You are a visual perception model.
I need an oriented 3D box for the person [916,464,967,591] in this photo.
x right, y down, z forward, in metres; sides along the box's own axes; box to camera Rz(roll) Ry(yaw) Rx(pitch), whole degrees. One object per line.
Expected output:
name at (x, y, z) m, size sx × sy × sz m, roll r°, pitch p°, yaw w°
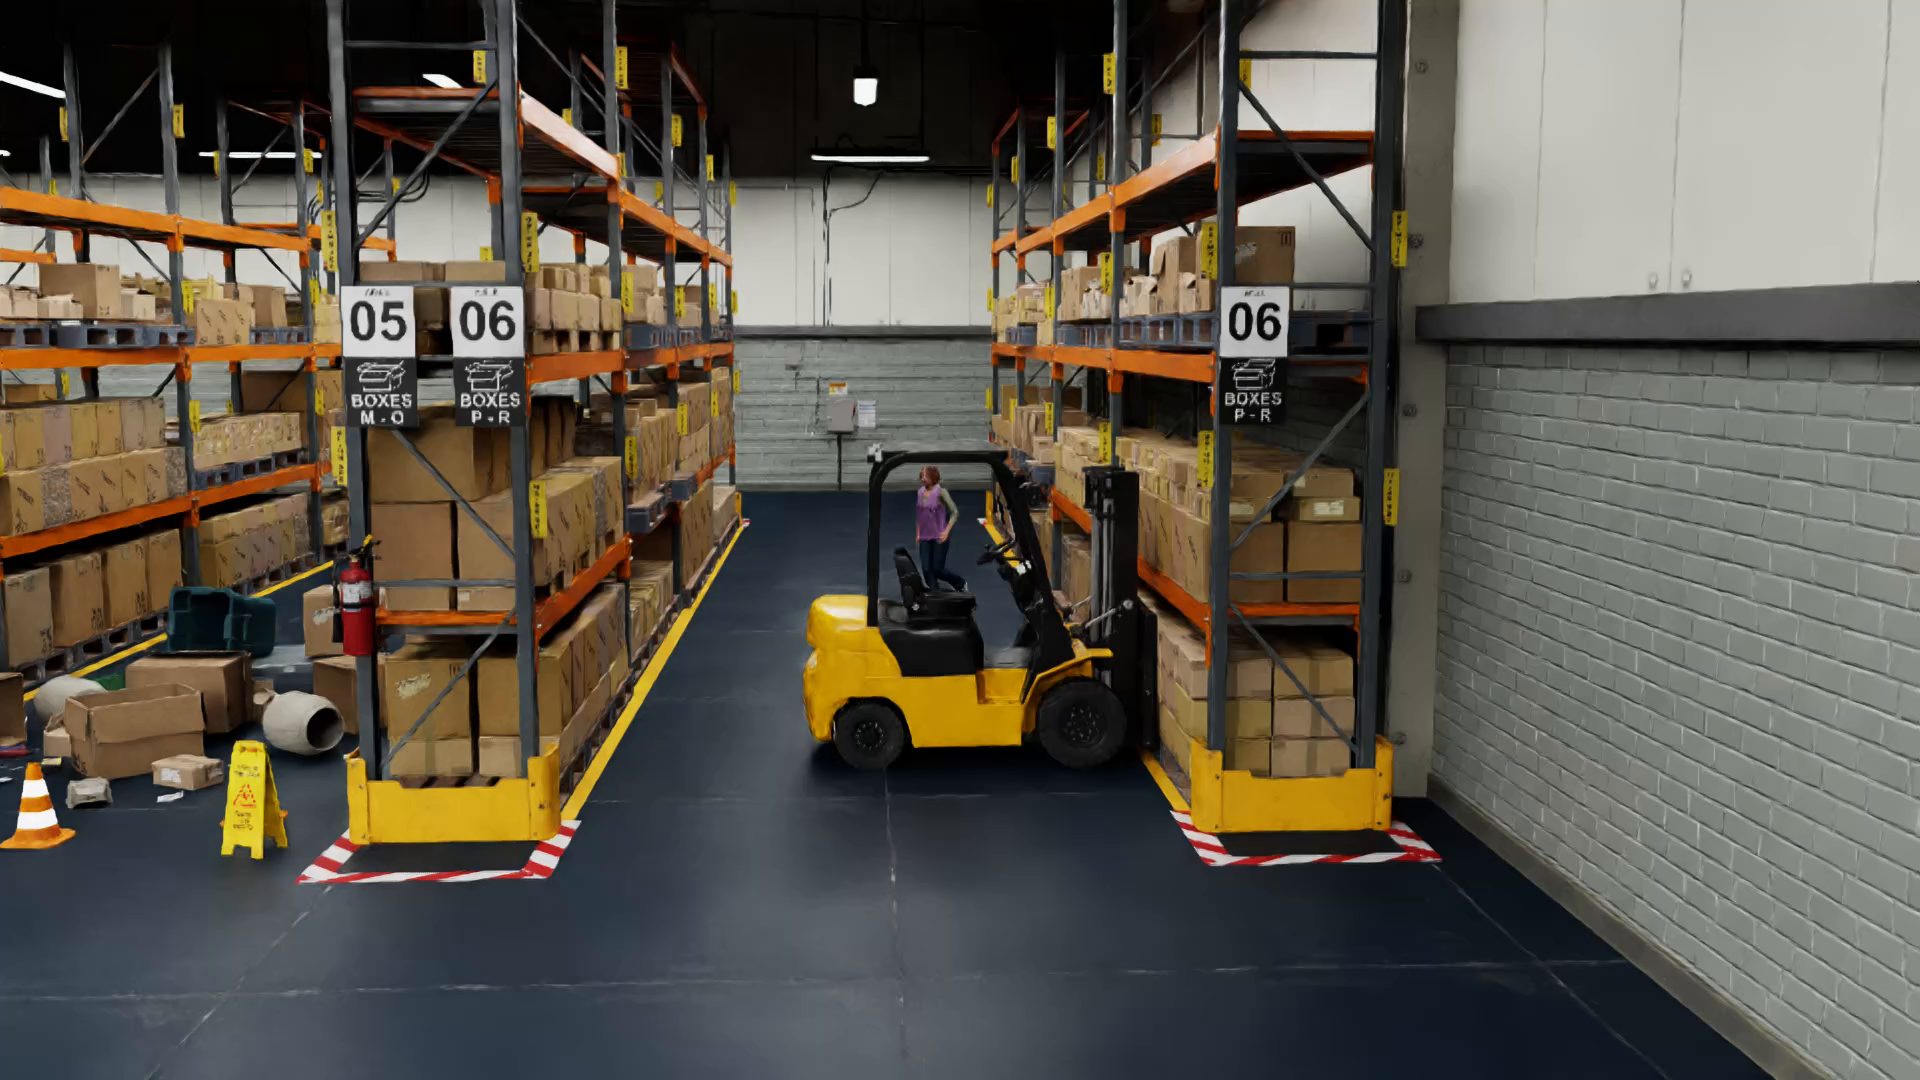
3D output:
person at (-0.250, -0.008, 17.332) m, size 0.544 × 1.576 × 0.622 m, roll 6°, pitch 9°, yaw 40°
